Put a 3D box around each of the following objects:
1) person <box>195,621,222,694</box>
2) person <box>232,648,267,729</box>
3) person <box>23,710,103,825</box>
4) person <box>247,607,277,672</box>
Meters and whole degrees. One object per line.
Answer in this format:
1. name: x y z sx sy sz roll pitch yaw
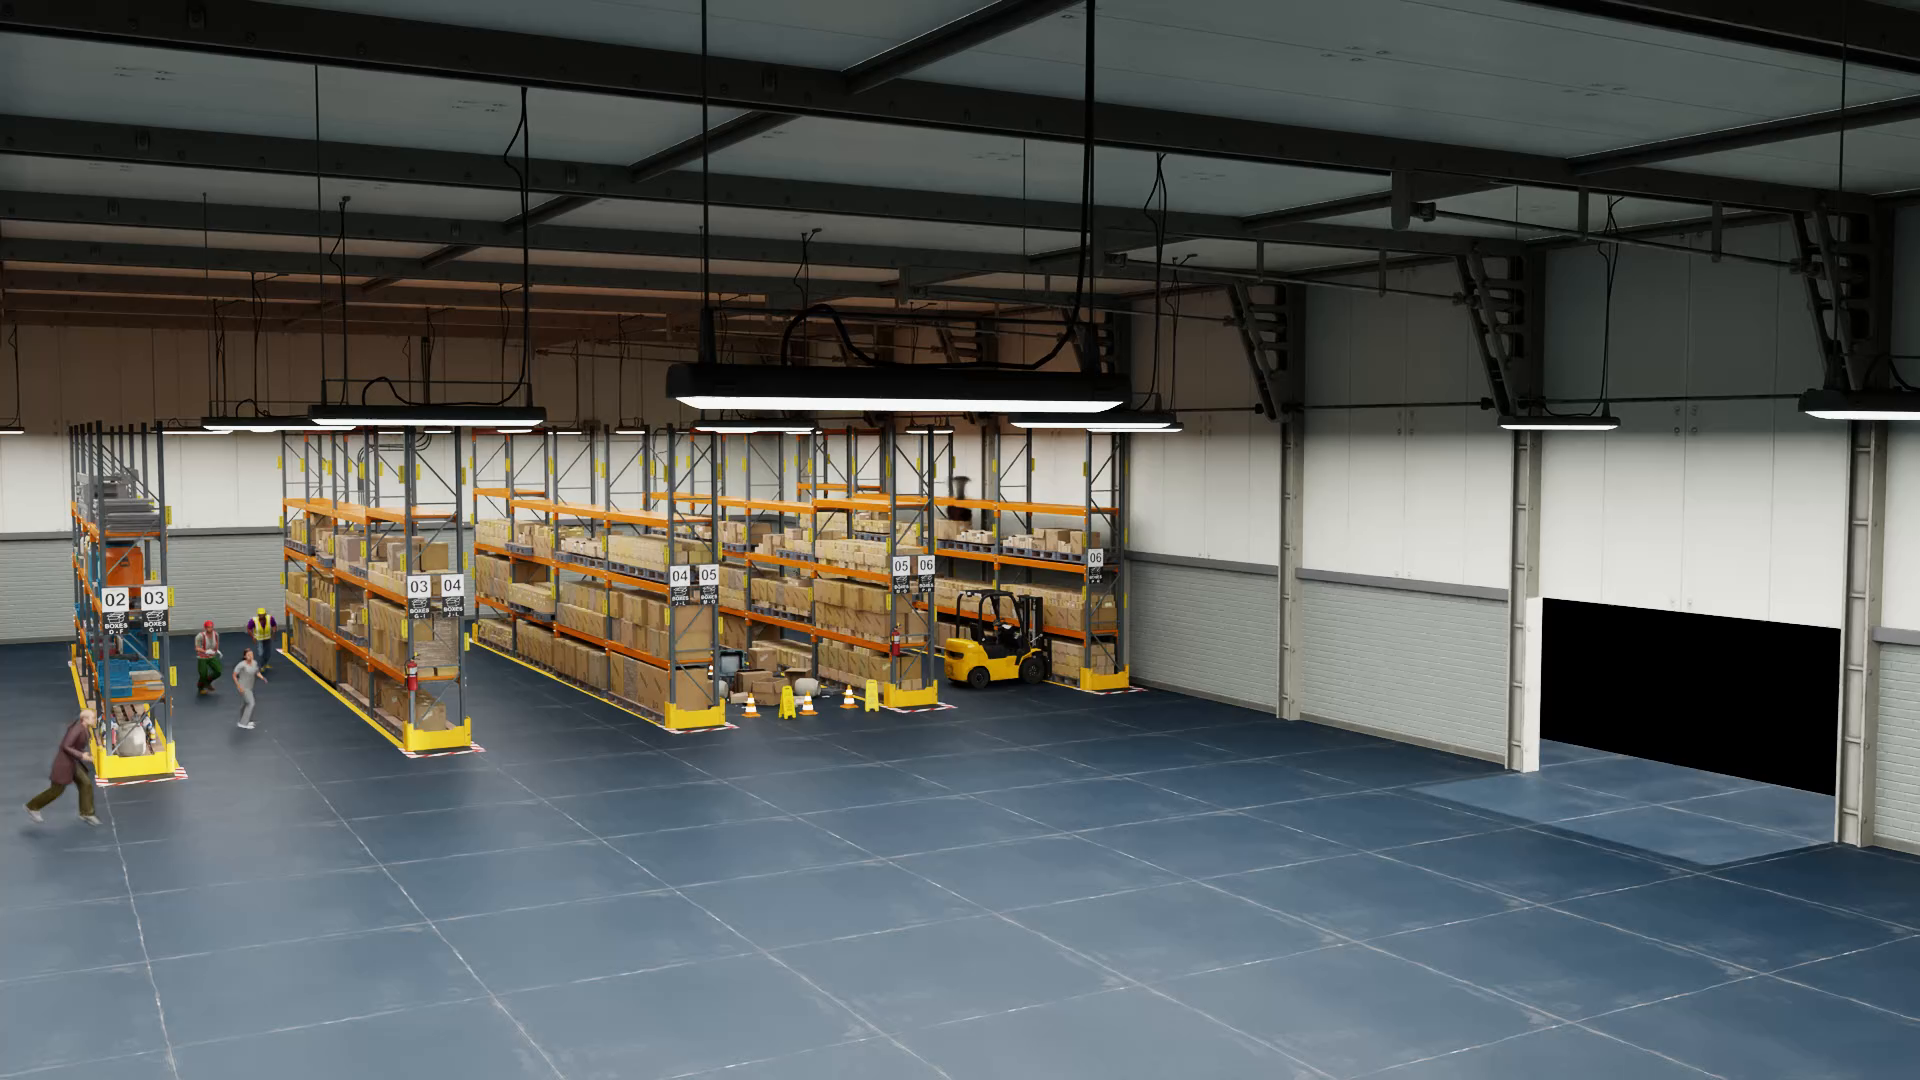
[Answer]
1. person: -16.642 2.609 36.864 0.804 1.678 0.700 3 4 36
2. person: -14.019 2.917 32.774 0.764 1.607 0.611 1 4 8
3. person: -13.235 3.375 24.507 1.098 1.743 0.746 -1 4 -12
4. person: -17.009 2.415 40.528 0.715 1.619 0.918 -3 5 -44
